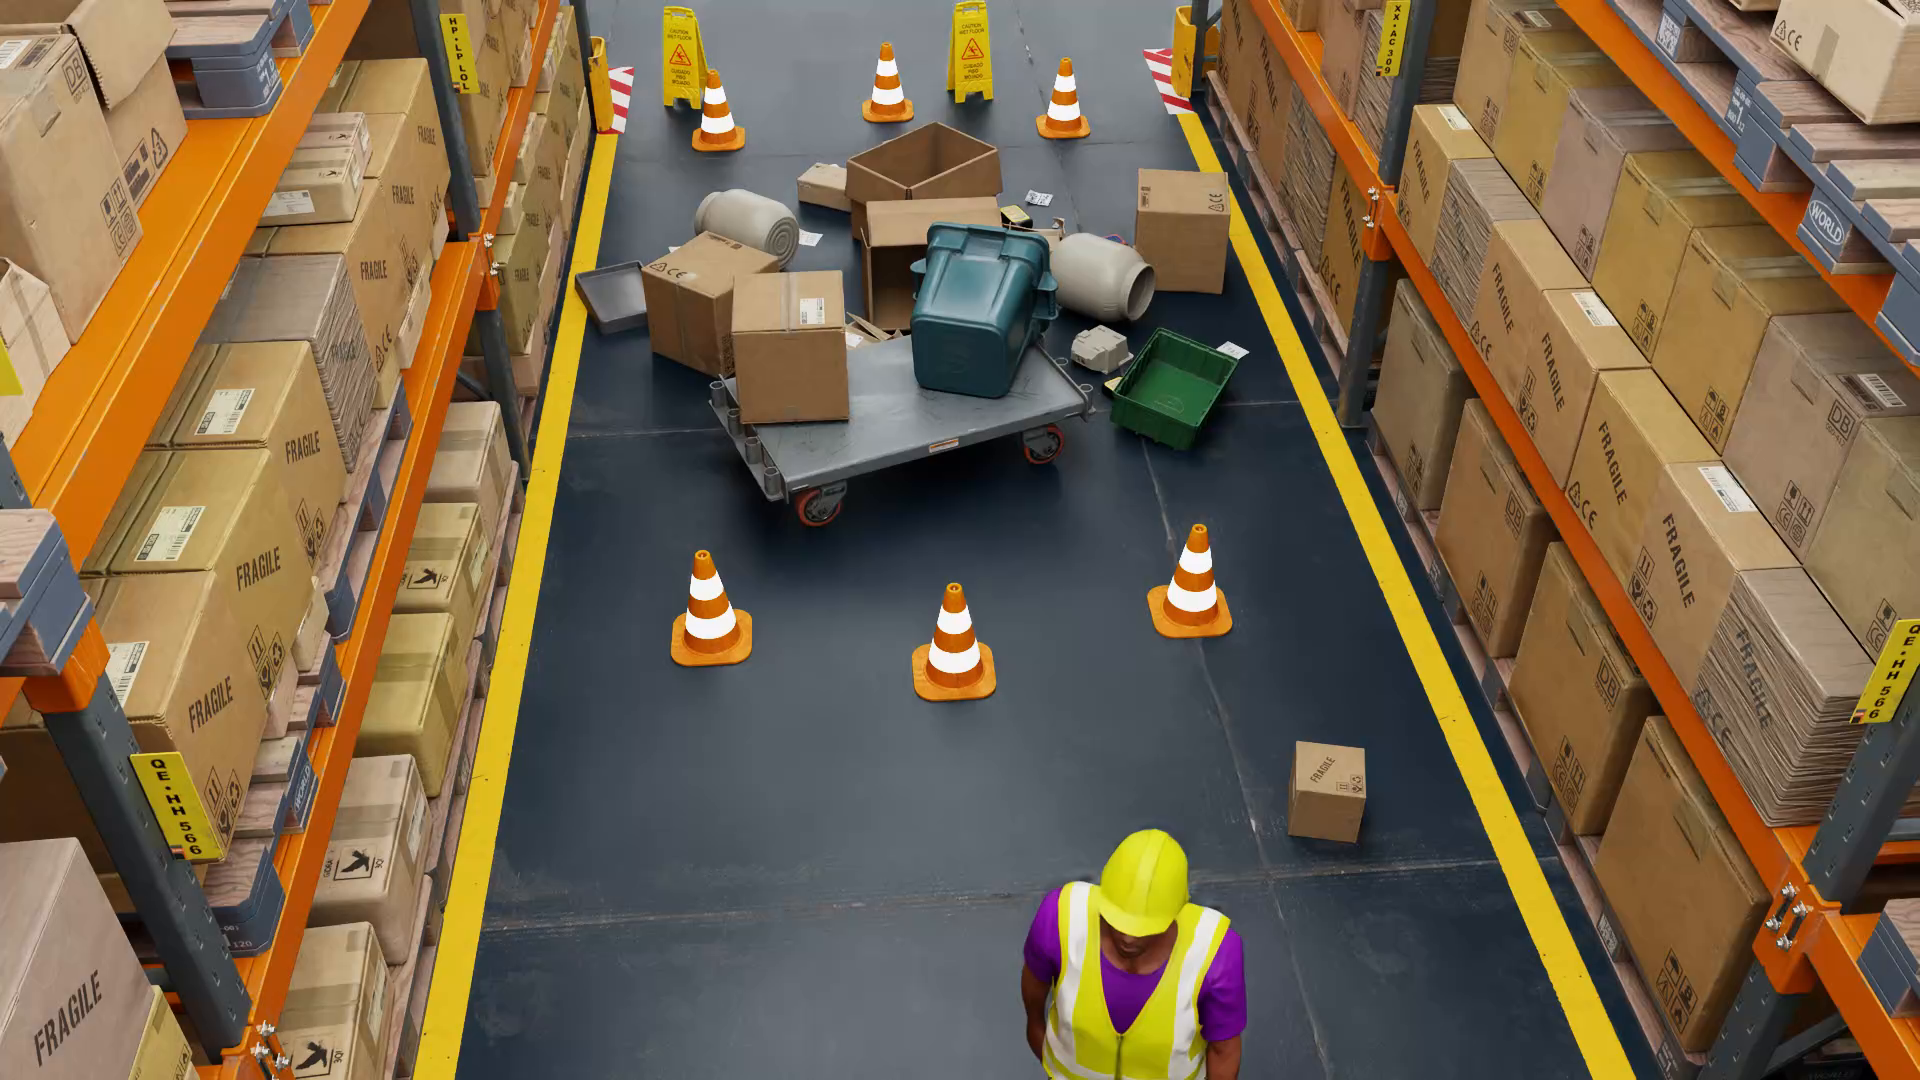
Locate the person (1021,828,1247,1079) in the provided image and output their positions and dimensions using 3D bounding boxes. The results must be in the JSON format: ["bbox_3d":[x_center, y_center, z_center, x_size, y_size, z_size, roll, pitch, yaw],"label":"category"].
[{"bbox_3d":[0.418,1.451,4.335,0.584,1.777,0.844,7,39,8],"label":"person"}]
